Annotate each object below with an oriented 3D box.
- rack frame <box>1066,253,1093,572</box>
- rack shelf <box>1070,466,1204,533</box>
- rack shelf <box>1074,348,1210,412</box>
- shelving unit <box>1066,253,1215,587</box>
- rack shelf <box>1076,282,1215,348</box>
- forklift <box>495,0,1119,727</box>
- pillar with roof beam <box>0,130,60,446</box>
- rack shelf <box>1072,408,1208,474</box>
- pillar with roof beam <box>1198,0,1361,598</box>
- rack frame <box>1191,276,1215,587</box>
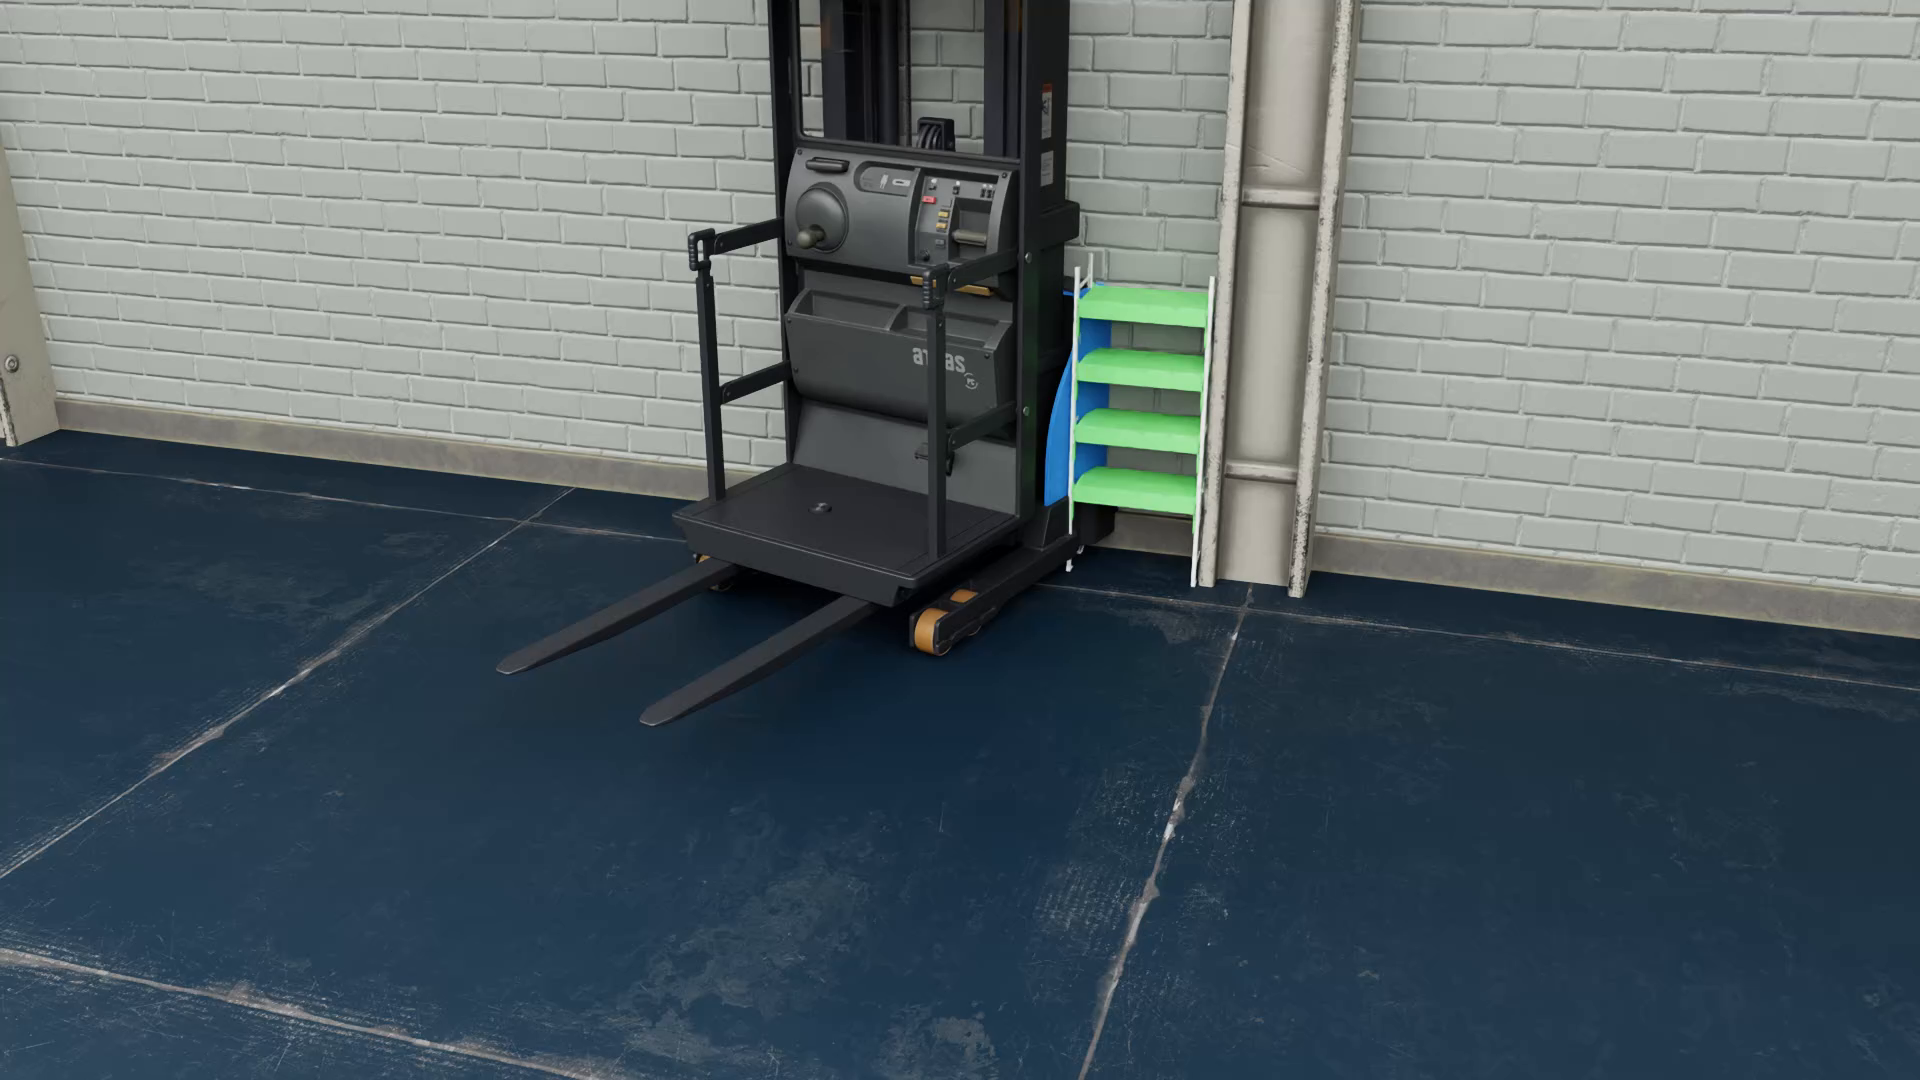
[{"bbox_3d":[0.455,-0.473,6.336,0.015,1.200,0.240,7,24,15],"label":"rack frame"},{"bbox_3d":[0.688,-0.165,6.389,0.480,0.148,0.258,7,24,15],"label":"rack shelf"},{"bbox_3d":[0.689,-0.608,6.204,0.480,0.148,0.258,7,24,15],"label":"rack shelf"},{"bbox_3d":[0.689,-0.446,6.271,0.503,1.200,0.258,7,24,15],"label":"shelving unit"},{"bbox_3d":[0.690,-0.830,6.111,0.480,0.148,0.258,7,24,15],"label":"rack shelf"},{"bbox_3d":[-0.346,-1.156,5.727,1.130,2.935,3.031,14,26,31],"label":"forklift"},{"bbox_3d":[-5.845,-3.118,2.513,0.400,9.000,9.100,7,23,16],"label":"pillar with roof beam"},{"bbox_3d":[0.688,-0.387,6.296,0.480,0.148,0.258,7,24,15],"label":"rack shelf"},{"bbox_3d":[-0.101,-2.460,0.910,0.400,9.000,9.100,7,23,16],"label":"pillar with roof beam"},{"bbox_3d":[0.922,-0.418,6.207,0.015,1.200,0.240,7,24,15],"label":"rack frame"}]
